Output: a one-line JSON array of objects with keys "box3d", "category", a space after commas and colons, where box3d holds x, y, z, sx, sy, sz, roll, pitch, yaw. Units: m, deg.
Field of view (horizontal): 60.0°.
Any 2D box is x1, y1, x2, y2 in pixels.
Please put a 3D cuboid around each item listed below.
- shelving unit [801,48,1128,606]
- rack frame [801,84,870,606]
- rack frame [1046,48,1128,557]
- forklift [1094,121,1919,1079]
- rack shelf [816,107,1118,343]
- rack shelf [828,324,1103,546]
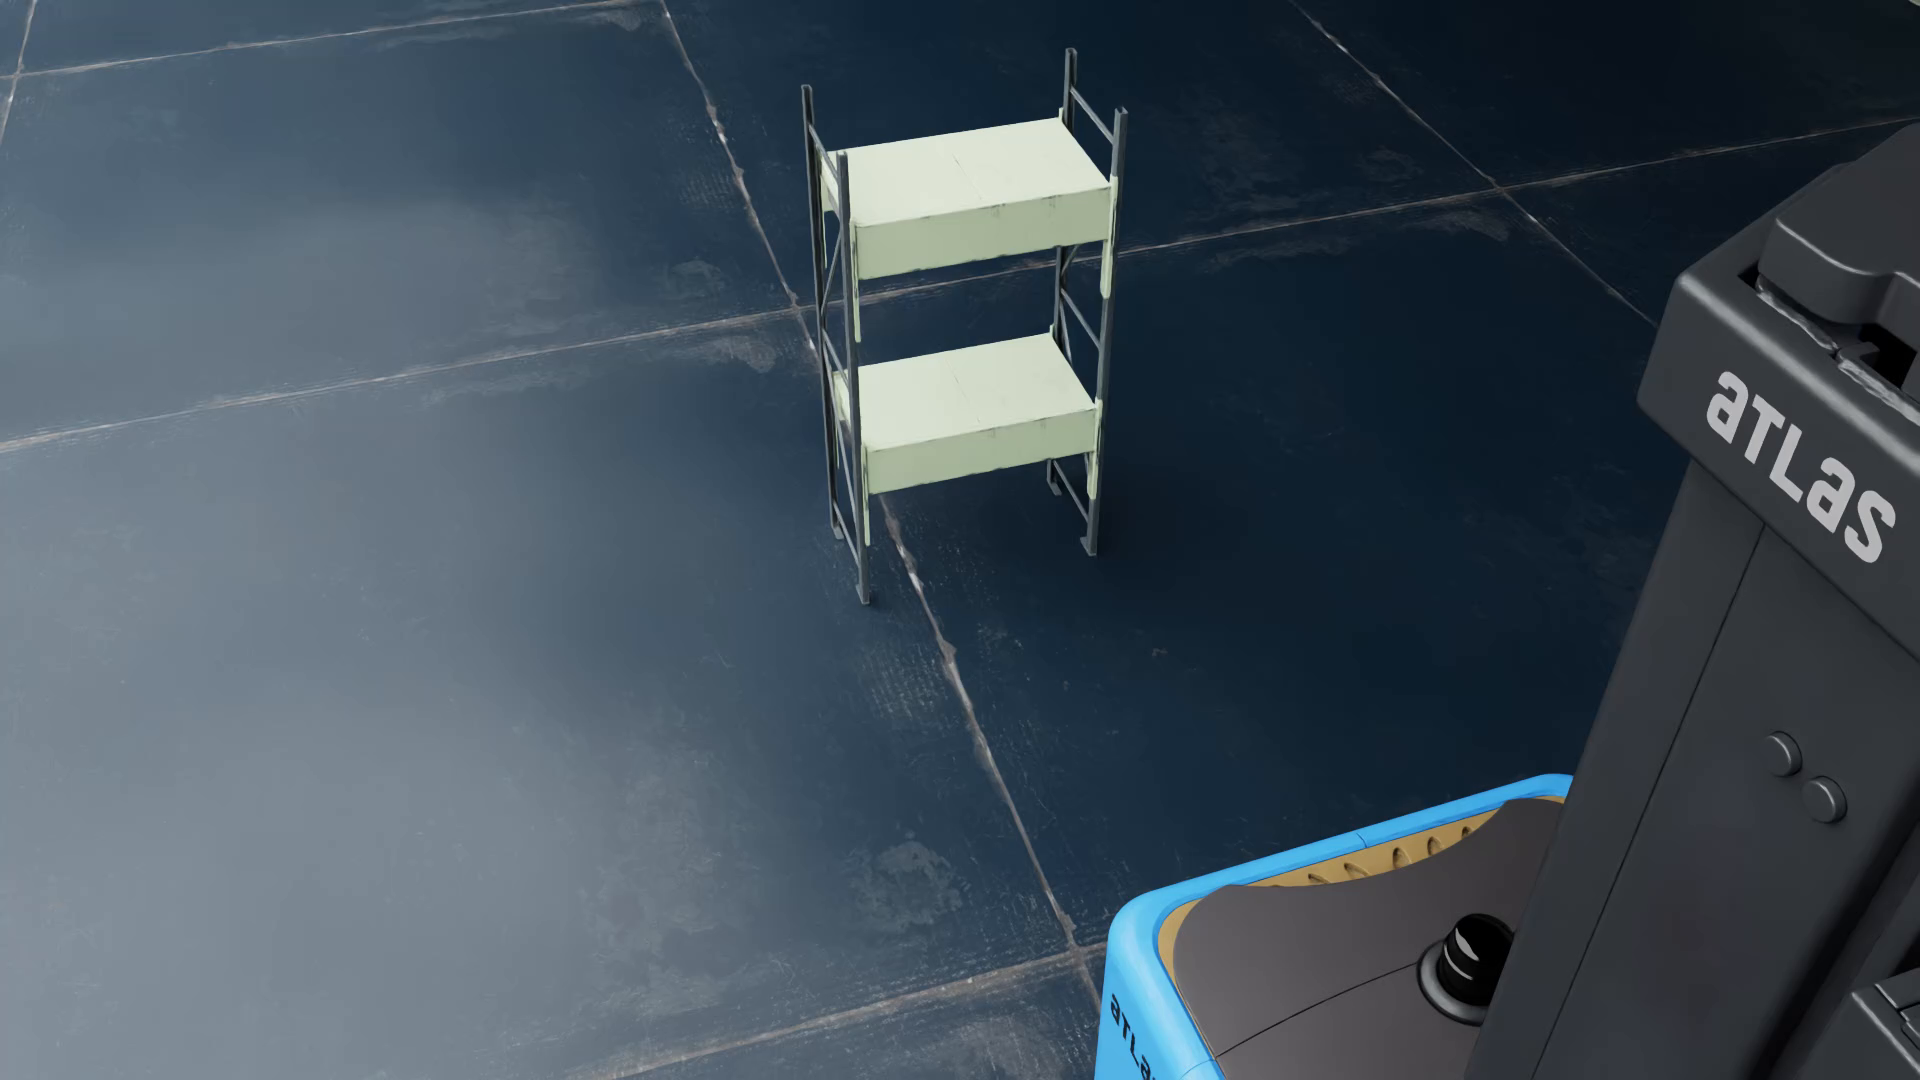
[{"box3d": [0.006, -0.566, 4.758, 0.755, 1.500, 0.431, -12, 42, -13], "category": "shelving unit"}, {"box3d": [-0.343, -0.494, 4.675, 0.023, 1.500, 0.400, -12, 42, -13], "category": "rack frame"}, {"box3d": [0.355, -0.638, 4.841, 0.023, 1.500, 0.400, -12, 42, -13], "category": "rack frame"}, {"box3d": [1.212, 1.148, 1.708, 1.130, 2.935, 3.031, -13, 43, -15], "category": "forklift"}, {"box3d": [0.006, -0.860, 4.501, 0.720, 0.370, 0.431, -12, 42, -13], "category": "rack shelf"}, {"box3d": [0.006, -0.321, 4.973, 0.720, 0.370, 0.431, -12, 42, -13], "category": "rack shelf"}]
